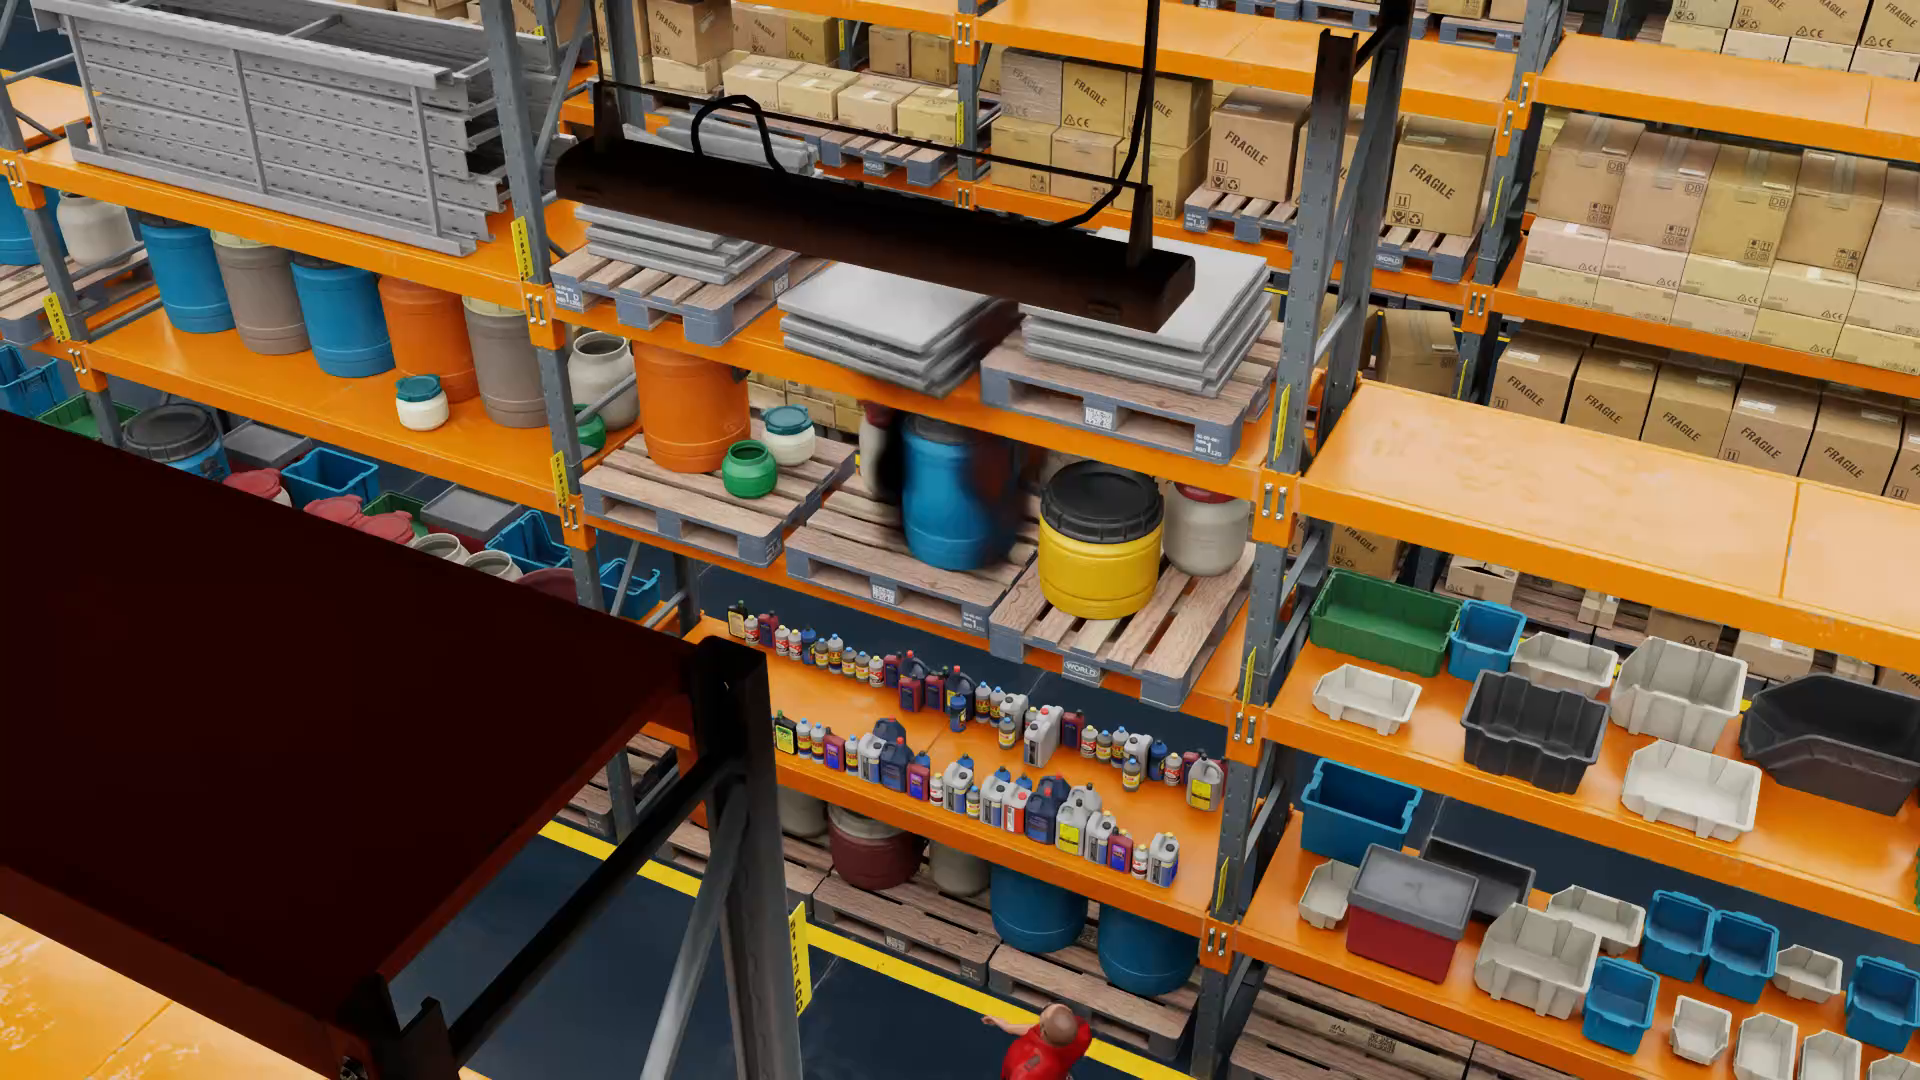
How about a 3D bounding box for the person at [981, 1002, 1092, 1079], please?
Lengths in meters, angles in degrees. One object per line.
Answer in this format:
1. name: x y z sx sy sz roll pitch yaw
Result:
1. person: 0.329 2.866 8.328 0.841 1.682 0.685 14 37 19
